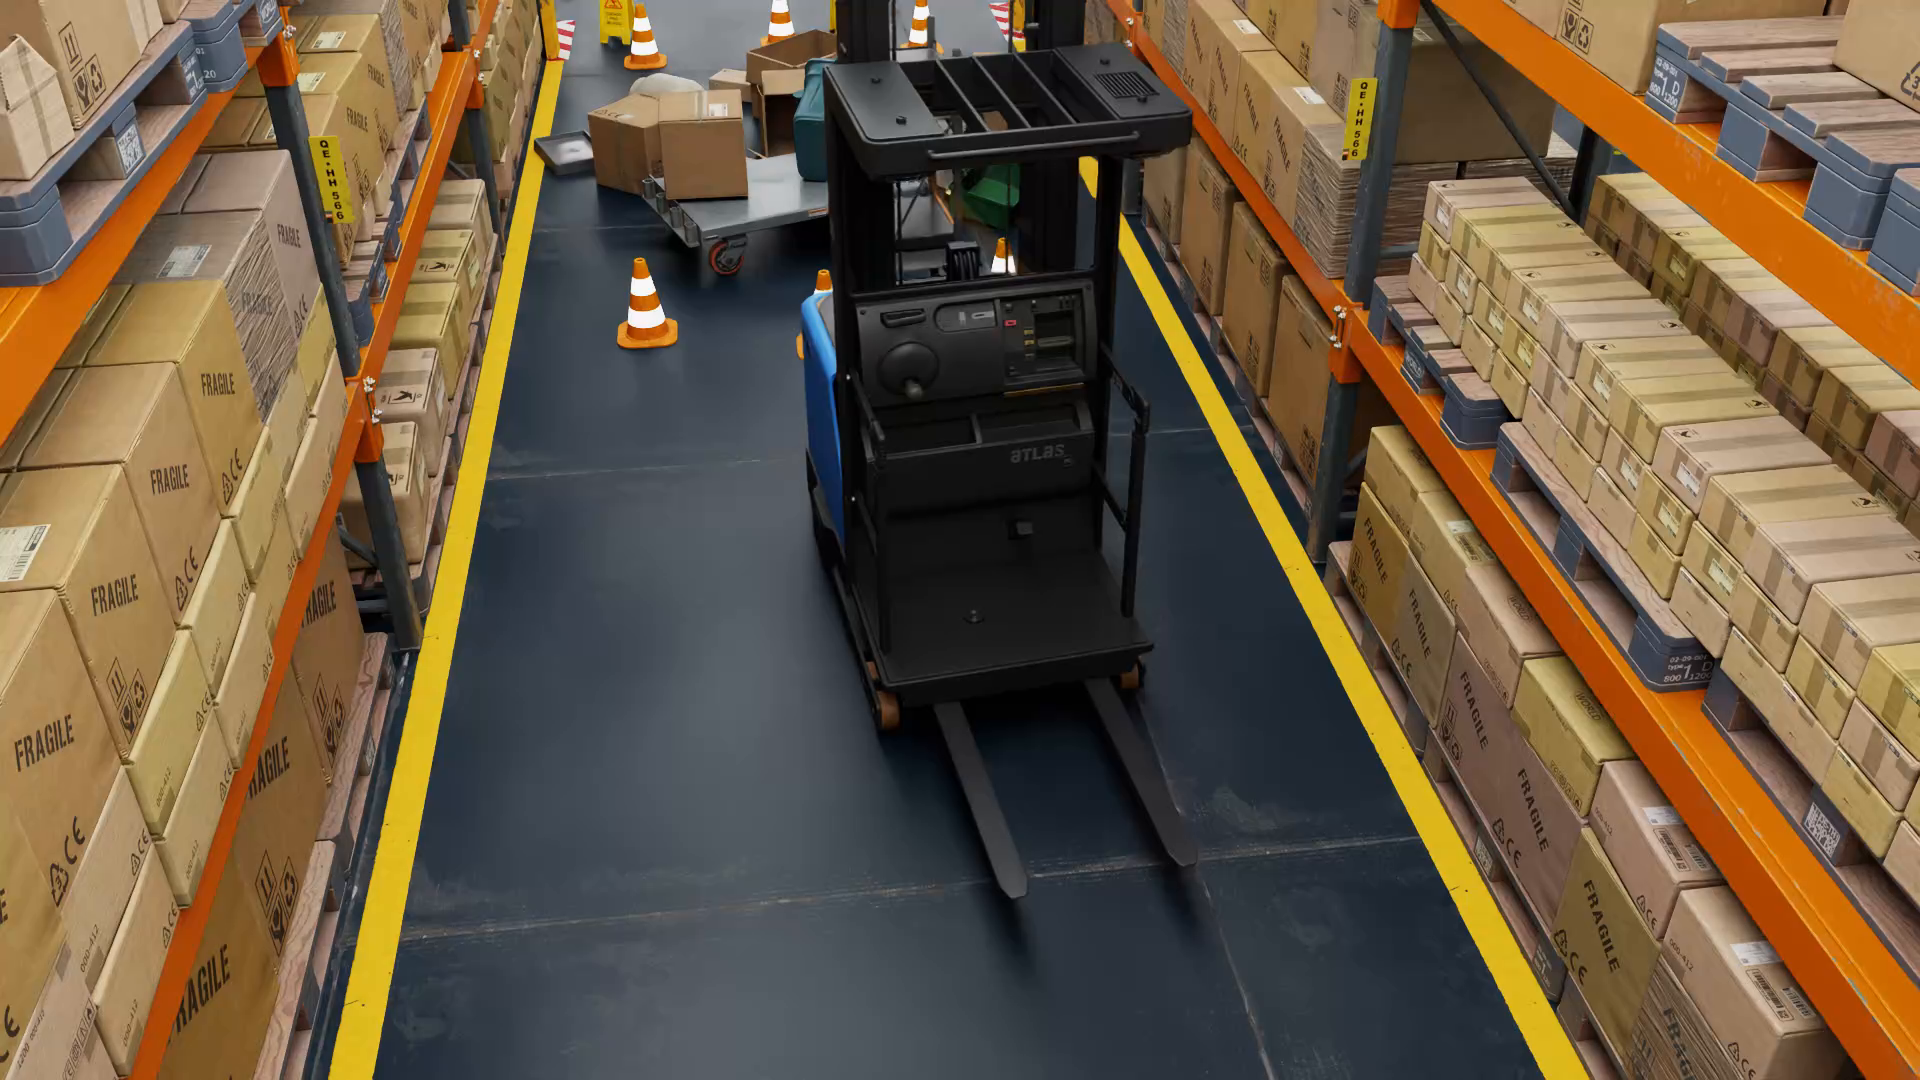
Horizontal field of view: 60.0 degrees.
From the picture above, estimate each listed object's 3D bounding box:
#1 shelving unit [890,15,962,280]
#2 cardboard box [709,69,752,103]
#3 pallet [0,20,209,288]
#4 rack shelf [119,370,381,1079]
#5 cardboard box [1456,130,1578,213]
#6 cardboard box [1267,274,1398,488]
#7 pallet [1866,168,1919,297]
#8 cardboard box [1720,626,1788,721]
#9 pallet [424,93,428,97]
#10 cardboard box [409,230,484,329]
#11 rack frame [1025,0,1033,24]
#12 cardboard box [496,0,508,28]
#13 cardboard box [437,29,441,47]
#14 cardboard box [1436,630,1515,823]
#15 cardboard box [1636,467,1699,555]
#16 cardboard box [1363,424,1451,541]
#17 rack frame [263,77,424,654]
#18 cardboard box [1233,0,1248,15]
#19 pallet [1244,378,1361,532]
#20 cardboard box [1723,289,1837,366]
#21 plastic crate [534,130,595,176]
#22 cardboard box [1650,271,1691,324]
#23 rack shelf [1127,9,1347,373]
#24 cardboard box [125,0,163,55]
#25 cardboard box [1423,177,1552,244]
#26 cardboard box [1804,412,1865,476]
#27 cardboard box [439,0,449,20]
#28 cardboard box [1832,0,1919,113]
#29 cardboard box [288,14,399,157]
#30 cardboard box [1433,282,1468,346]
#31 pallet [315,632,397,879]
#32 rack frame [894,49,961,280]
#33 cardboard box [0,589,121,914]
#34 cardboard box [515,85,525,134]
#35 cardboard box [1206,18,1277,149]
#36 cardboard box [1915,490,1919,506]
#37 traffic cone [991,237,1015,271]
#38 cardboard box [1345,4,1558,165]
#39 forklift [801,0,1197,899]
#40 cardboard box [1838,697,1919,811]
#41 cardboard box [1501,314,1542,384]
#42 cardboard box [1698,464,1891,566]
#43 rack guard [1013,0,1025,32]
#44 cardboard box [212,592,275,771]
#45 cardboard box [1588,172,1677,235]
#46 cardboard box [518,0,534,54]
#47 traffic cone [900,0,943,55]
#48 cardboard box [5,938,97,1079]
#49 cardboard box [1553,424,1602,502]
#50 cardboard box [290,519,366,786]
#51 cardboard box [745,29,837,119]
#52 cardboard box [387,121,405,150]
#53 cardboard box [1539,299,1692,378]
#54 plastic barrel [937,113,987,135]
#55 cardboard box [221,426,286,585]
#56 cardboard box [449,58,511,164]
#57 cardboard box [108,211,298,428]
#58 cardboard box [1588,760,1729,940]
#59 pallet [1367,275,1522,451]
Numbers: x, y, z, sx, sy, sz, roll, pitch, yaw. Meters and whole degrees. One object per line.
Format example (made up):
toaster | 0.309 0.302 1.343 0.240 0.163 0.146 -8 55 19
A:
shelving unit | -0.249 -1.331 7.839 0.431 2.100 0.503 -8 35 -12
cardboard box | -1.691 -3.472 12.712 0.380 0.149 0.250 13 36 18
pallet | -2.501 -0.946 3.979 1.003 0.211 1.213 -3 34 -4
rack shelf | -2.524 0.650 4.772 1.077 0.370 4.000 -4 35 -6
cardboard box | 2.305 -1.507 7.209 0.500 0.500 0.500 -4 34 -6
cardboard box | 2.106 -0.785 7.864 1.050 0.750 0.750 -5 35 -7
pallet | 2.659 -0.477 3.290 1.213 0.211 1.003 -4 35 -6
cardboard box | 2.286 0.337 4.442 0.380 0.149 0.250 -6 35 -9
pallet | -3.373 -2.479 8.894 1.003 0.211 1.213 -4 35 -6
cardboard box | -3.158 -1.390 9.086 0.950 0.372 0.625 -2 34 -3
rack frame | 1.022 -5.659 13.390 1.000 3.000 0.127 -4 35 -6
cardboard box | -3.210 -3.472 11.007 0.380 0.149 0.250 -2 34 -4
cardboard box | -2.970 -2.651 8.826 0.380 0.149 0.250 -5 35 -8
cardboard box | 2.085 0.645 5.987 0.500 0.500 0.500 -5 35 -8
cardboard box | 2.206 -0.098 4.816 0.380 0.149 0.250 -4 35 -6
cardboard box | 1.951 -0.242 6.623 0.500 0.250 0.500 -6 35 -9
rack frame | -2.793 -0.764 6.207 1.000 3.000 0.127 -4 35 -6
cardboard box | 1.772 -3.036 8.565 0.700 0.500 0.500 -4 34 -6
pallet | 2.067 -0.488 8.279 1.003 0.211 1.213 -4 35 -6
cardboard box | 2.751 -0.701 5.438 0.380 0.149 0.250 -4 35 -6
plastic crate | -2.730 -2.727 11.681 0.402 0.080 0.583 -16 38 -23
cardboard box | 2.691 -0.851 5.921 0.380 0.149 0.250 -4 34 -5
rack shelf | 1.829 -2.014 8.680 1.077 0.370 4.000 -4 35 -6
cardboard box | -2.261 -1.379 4.193 0.396 0.266 0.258 -5 35 -8
cardboard box | 1.969 -1.235 6.221 0.380 0.149 0.250 -4 35 -6
cardboard box | 2.827 -0.283 5.087 0.380 0.149 0.250 -5 35 -7
cardboard box | -3.042 -3.093 8.899 0.500 0.500 0.500 -5 35 -7
cardboard box | 2.559 -1.290 3.852 0.797 0.503 0.637 -5 35 -7
cardboard box | -2.780 -1.956 7.231 0.500 0.500 0.500 -4 34 -6
cardboard box | 1.994 -0.850 6.184 0.380 0.149 0.250 -3 34 -4
pallet | -2.762 0.834 6.338 1.003 0.211 1.213 -4 35 -6
rack frame | -0.190 -1.198 7.644 0.400 2.100 0.015 -8 35 -12
cardboard box | -2.125 0.465 3.427 0.500 0.500 0.500 -5 35 -7
cardboard box | -3.300 -2.976 11.521 0.500 0.250 0.500 -5 35 -7
cardboard box | 1.566 -2.310 8.388 0.500 0.500 0.500 -4 34 -6
cardboard box | 2.897 -0.114 4.575 0.380 0.149 0.250 -5 35 -7
traffic cone | 0.244 -1.516 9.564 0.336 0.463 0.334 -4 35 -6
cardboard box | 2.048 -1.901 6.899 0.700 0.500 0.500 -5 35 -7
forklift | 0.124 -0.694 6.166 1.130 2.935 3.031 -8 35 -12
cardboard box | 2.350 0.491 3.952 0.380 0.149 0.250 -4 34 -6
cardboard box | 2.076 -0.662 5.644 0.380 0.149 0.250 -4 35 -6
cardboard box | 2.254 -0.066 4.505 0.380 0.149 0.250 -5 35 -8
rack guard | 1.019 -4.640 14.114 1.175 0.500 0.348 -4 35 -6
cardboard box | -2.235 0.410 4.619 0.500 0.250 0.500 -5 35 -7
cardboard box | 2.618 -1.272 6.274 0.380 0.149 0.250 -6 35 -8
cardboard box | -3.429 -3.857 12.148 0.500 0.500 0.500 -3 34 -5
traffic cone | -0.313 -4.207 13.512 0.336 0.463 0.334 -4 35 -6
cardboard box | -2.035 1.057 3.224 0.500 0.250 0.500 -5 35 -8
cardboard box | 2.139 -0.260 5.318 0.380 0.149 0.250 -4 34 -6
cardboard box | -2.783 0.333 6.112 0.875 0.875 0.875 -5 35 -7
cardboard box | -1.124 -3.408 12.304 0.637 0.503 0.797 27 43 34
cardboard box | -2.822 -1.934 7.775 0.380 0.149 0.250 -3 34 -5
cardboard box | 2.109 -0.652 5.365 0.380 0.149 0.250 -3 34 -4
plastic barrel | -0.112 -2.879 11.599 0.512 0.421 0.421 20 39 26
cardboard box | -2.315 -0.087 4.903 0.500 0.250 0.500 -5 35 -8
cardboard box | -3.143 -2.693 10.440 0.500 0.500 0.500 -3 34 -4
cardboard box | -2.387 -0.664 5.084 0.500 0.500 0.500 -4 34 -6
cardboard box | 2.230 0.903 4.943 0.500 0.250 0.500 -3 34 -4
pallet | 2.300 -0.726 6.322 1.213 0.211 1.003 -4 35 -6
